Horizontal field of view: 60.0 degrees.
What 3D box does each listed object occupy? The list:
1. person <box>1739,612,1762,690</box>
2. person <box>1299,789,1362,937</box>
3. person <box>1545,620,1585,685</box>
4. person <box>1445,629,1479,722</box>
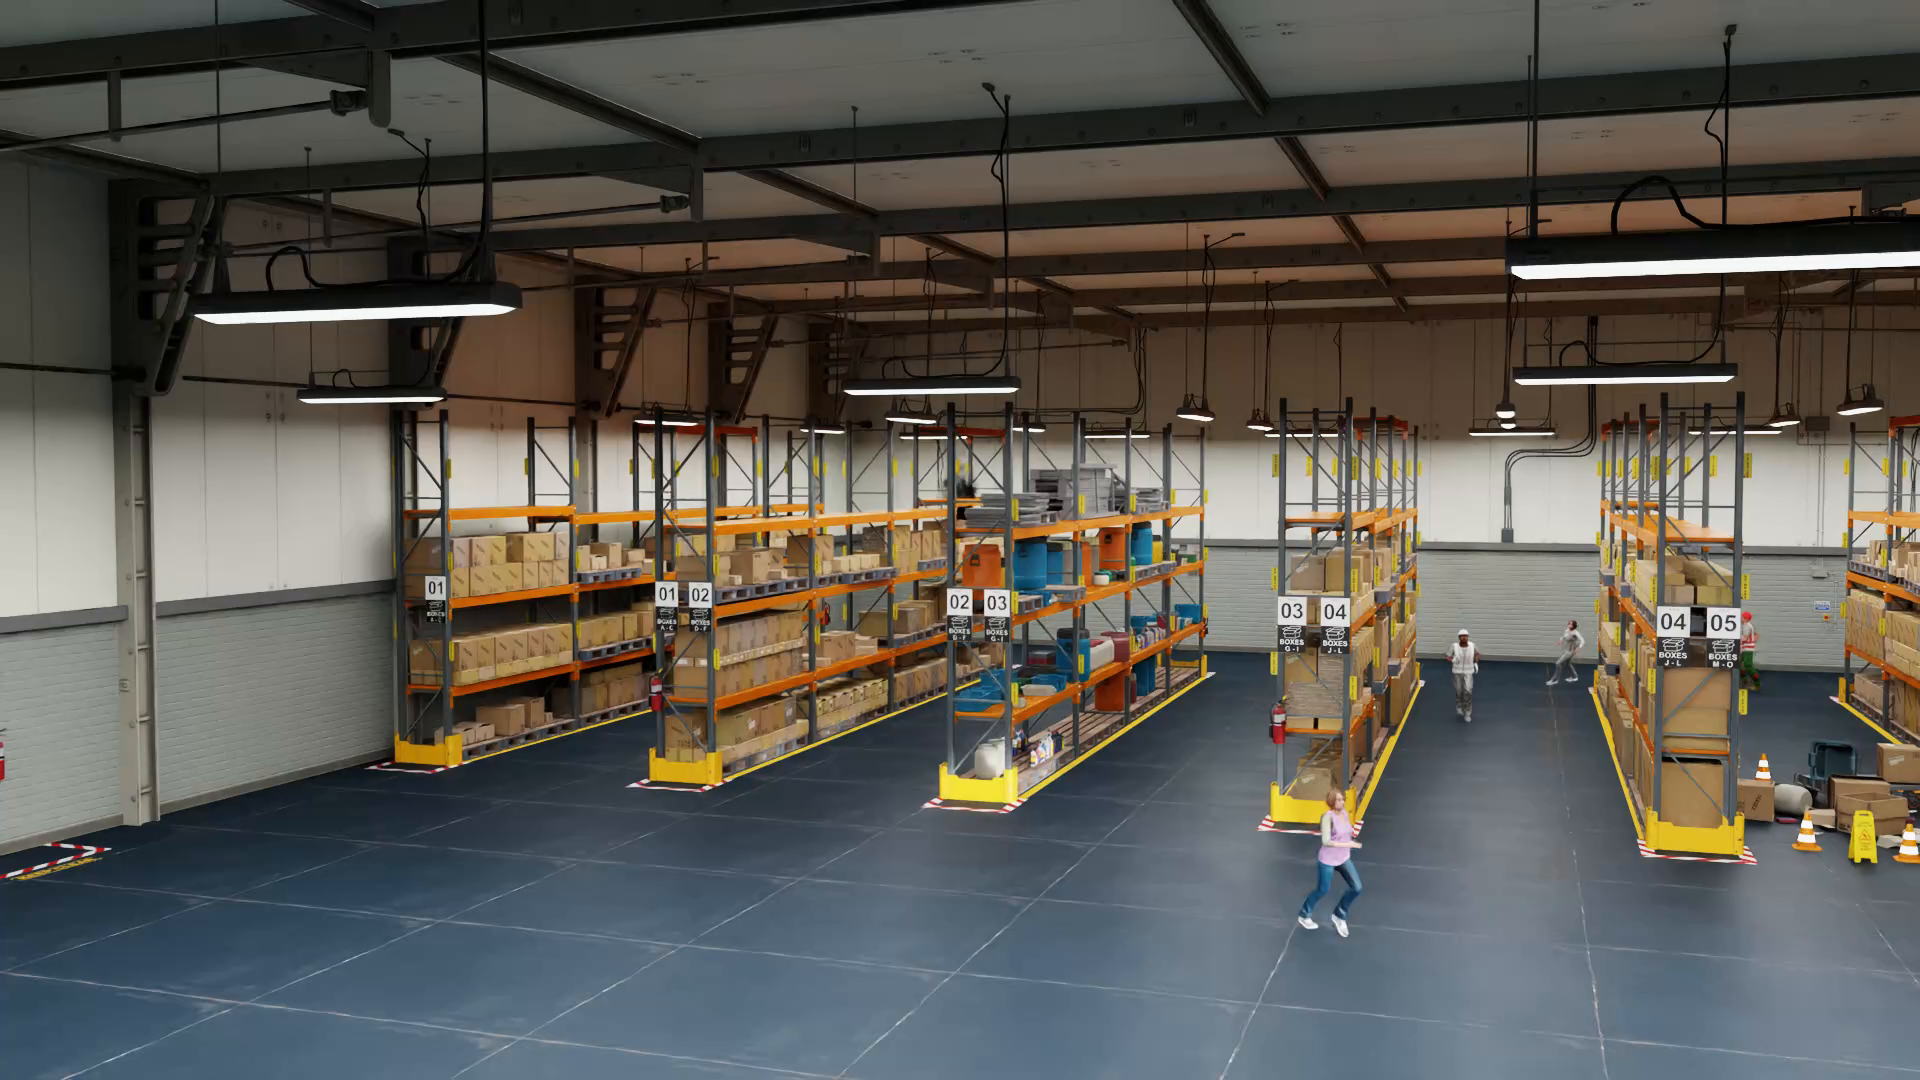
[{"bbox_3d":[17.672,2.520,37.437,0.720,1.814,0.619,1,3,23],"label":"person"},{"bbox_3d":[4.001,3.444,17.749,0.548,1.559,0.808,-2,3,-34],"label":"person"},{"bbox_3d":[13.961,2.589,38.453,0.765,1.536,0.692,0,2,9],"label":"person"},{"bbox_3d":[10.024,2.697,33.206,0.662,1.842,0.785,1,3,16],"label":"person"}]
